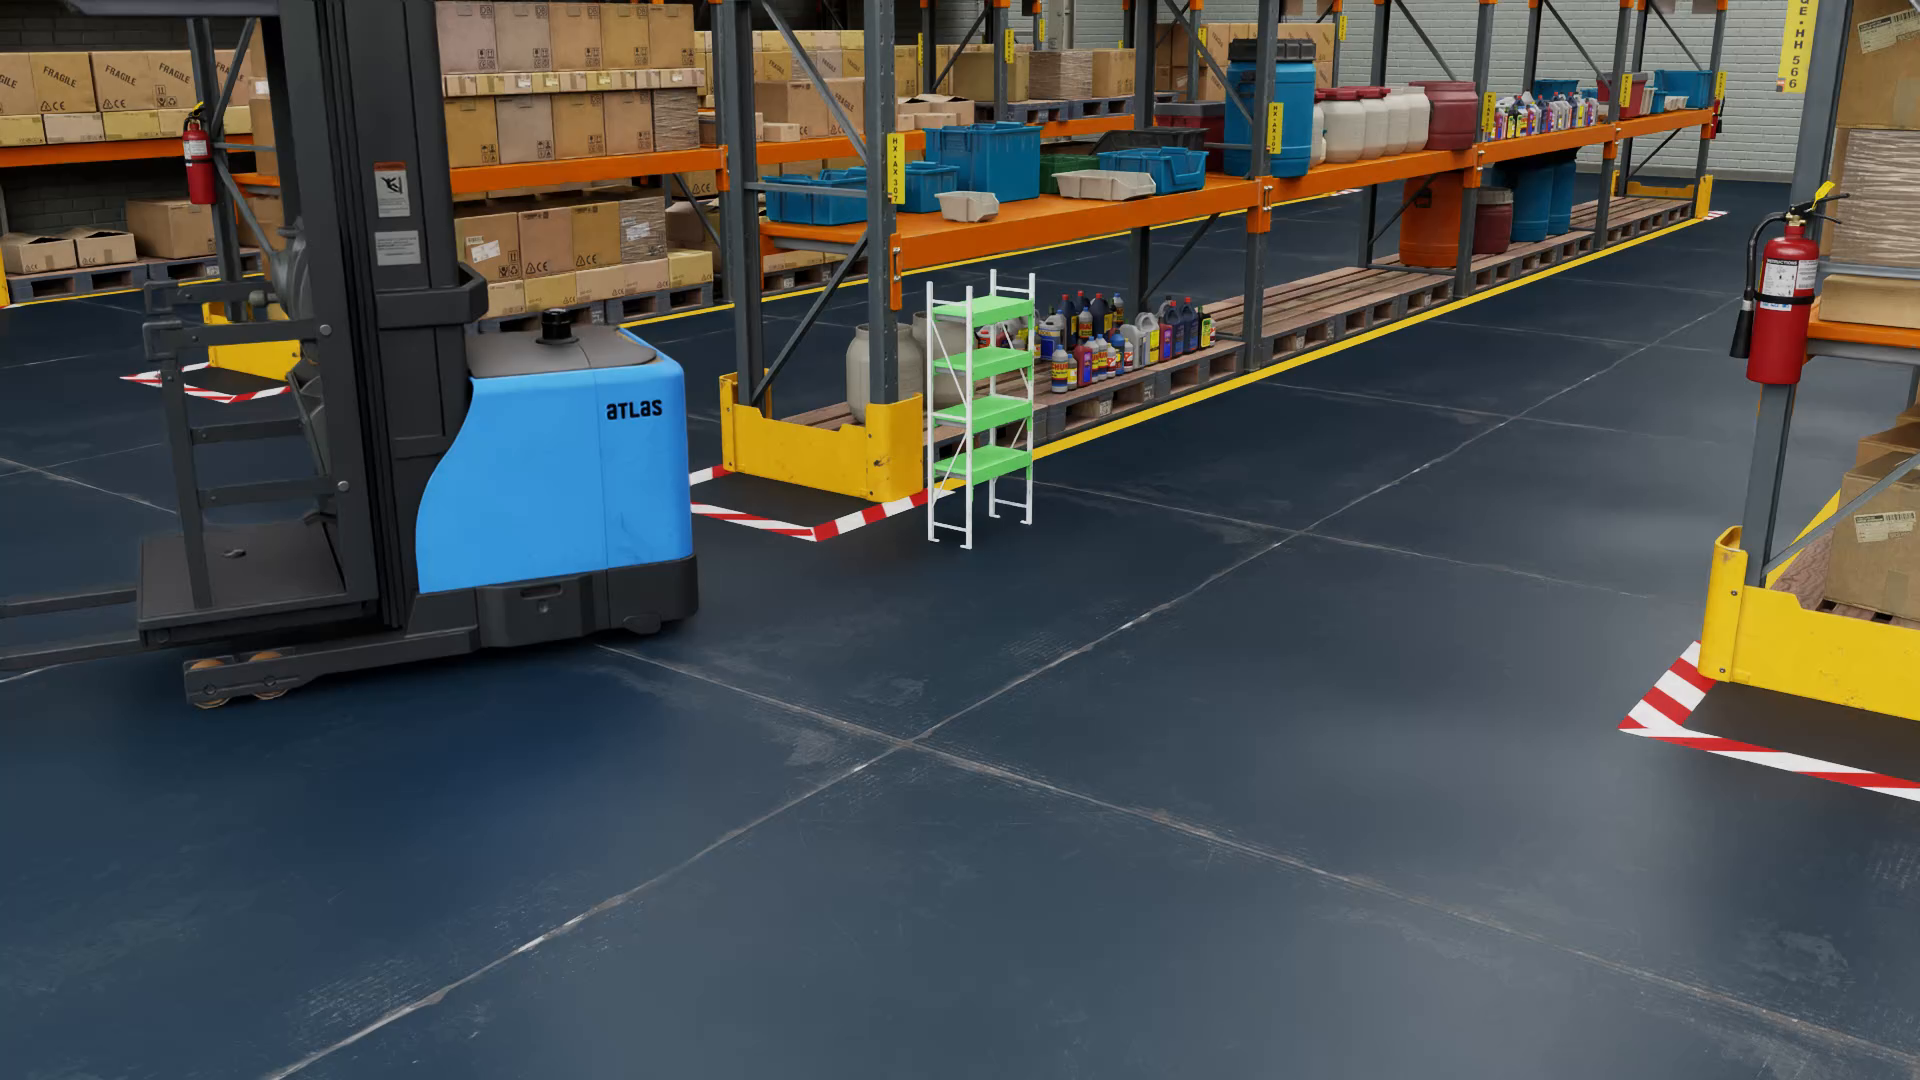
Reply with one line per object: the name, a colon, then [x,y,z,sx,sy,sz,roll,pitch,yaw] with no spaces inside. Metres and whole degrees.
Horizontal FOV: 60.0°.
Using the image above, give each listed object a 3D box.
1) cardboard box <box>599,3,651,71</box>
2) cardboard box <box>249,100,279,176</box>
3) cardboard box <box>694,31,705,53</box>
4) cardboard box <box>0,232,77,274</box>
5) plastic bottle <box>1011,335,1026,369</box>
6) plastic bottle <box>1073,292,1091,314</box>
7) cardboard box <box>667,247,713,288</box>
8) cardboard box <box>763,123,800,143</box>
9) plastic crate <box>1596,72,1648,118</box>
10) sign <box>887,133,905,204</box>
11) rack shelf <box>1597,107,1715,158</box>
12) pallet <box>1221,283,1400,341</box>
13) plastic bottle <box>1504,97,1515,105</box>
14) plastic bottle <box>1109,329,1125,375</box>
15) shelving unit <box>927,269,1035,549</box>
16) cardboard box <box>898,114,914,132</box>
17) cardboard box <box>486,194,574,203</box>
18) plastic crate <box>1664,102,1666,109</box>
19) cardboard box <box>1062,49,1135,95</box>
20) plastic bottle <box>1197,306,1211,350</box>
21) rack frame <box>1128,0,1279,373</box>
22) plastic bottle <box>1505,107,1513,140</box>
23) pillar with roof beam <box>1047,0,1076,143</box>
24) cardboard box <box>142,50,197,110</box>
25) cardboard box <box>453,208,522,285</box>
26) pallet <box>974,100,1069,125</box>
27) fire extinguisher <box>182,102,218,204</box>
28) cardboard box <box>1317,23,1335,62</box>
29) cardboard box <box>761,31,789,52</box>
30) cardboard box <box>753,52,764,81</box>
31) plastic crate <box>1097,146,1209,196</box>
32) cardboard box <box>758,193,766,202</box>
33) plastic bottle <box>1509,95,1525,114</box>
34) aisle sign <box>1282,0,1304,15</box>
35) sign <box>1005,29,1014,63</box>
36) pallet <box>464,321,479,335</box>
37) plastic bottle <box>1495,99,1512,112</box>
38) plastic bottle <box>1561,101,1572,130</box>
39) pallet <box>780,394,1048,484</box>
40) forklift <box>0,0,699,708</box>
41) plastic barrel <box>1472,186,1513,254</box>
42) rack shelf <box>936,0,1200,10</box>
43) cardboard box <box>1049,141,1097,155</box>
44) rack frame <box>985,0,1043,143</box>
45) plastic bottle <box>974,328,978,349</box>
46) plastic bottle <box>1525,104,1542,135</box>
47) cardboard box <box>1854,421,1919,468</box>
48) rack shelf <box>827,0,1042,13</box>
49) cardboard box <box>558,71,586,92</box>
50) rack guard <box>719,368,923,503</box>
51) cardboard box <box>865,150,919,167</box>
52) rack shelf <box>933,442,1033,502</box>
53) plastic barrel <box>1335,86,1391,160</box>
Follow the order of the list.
cardboard box: [-2.895,-3.999,13.206,0.700,0.500,0.500,12,21,35]
cardboard box: [-4.430,-2.763,11.414,0.700,0.500,0.500,12,21,35]
cardboard box: [-3.438,-6.013,20.080,0.500,0.250,0.500,13,22,36]
cardboard box: [-8.215,-2.555,14.707,0.500,0.311,0.500,10,20,29]
plastic bottle: [0.366,-1.189,10.492,0.097,0.201,0.097,0,17,0]
plastic bottle: [0.826,-1.509,11.269,0.144,0.351,0.185,13,22,36]
cardboard box: [-2.436,-2.297,14.011,0.500,0.250,0.500,12,21,35]
cardboard box: [-1.643,-3.614,14.746,0.380,0.149,0.250,12,21,35]
plastic crate: [7.141,-4.816,17.984,0.402,0.464,0.583,12,21,35]
sign: [-0.303,-1.764,7.899,0.100,0.325,0.005,12,21,35]
rack shelf: [7.599,-4.721,19.101,1.077,0.370,4.000,12,21,35]
pallet: [2.804,-1.837,13.302,1.003,0.211,1.213,12,21,35]
plastic bottle: [5.608,-4.399,17.060,0.152,0.276,0.135,12,21,35]
plastic bottle: [0.972,-1.168,10.304,0.097,0.271,0.097,0,17,0]
shelving unit: [0.099,-0.612,7.693,0.258,1.200,0.503,12,21,35]
cardboard box: [-0.667,-4.078,16.241,0.380,0.149,0.250,14,22,39]
cardboard box: [-3.459,-2.511,13.436,0.500,0.500,0.500,12,21,35]
plastic crate: [7.958,-5.006,19.151,0.298,0.136,0.250,12,21,35]
cardboard box: [1.611,-5.464,19.405,0.500,0.500,0.700,-16,23,-42]
plastic bottle: [1.619,-1.423,11.105,0.061,0.283,0.133,14,22,37]
rack frame: [1.641,-2.683,11.324,1.000,3.000,0.127,12,21,35]
plastic bottle: [4.934,-3.760,14.989,0.061,0.283,0.133,12,21,35]
pillar with roof beam: [5.206,-10.192,25.389,9.100,9.000,0.400,12,21,35]
cardboard box: [-7.260,-4.200,15.166,0.500,0.500,0.500,13,22,36]
cardboard box: [-3.636,-2.181,12.372,0.500,0.500,0.500,12,21,35]
pallet: [0.396,-4.594,17.802,1.213,0.211,1.003,12,21,35]
fire extinguisher: [-5.162,-2.623,11.263,0.296,0.674,0.183,12,21,35]
cardboard box: [4.770,-6.788,22.689,0.500,0.500,0.500,12,21,34]
cardboard box: [-2.541,-6.377,21.252,0.500,0.250,0.500,12,21,34]
cardboard box: [-2.821,-5.897,20.971,0.500,0.500,0.500,12,21,34]
plastic crate: [1.199,-2.300,10.343,0.499,0.251,0.616,12,21,35]
cardboard box: [-1.720,-3.105,15.666,0.500,0.311,0.500,12,21,35]
plastic bottle: [5.264,-4.020,15.715,0.144,0.351,0.185,12,21,35]
aisle sign: [4.620,-7.727,23.184,0.394,0.787,0.004,12,21,35]
sign: [0.496,-4.967,16.729,0.100,0.325,0.005,12,21,35]
pallet: [-4.297,-1.464,12.102,1.003,0.211,1.213,12,21,35]
plastic bottle: [5.396,-4.238,16.544,0.152,0.276,0.135,12,21,35]
plastic bottle: [5.914,-4.171,16.325,0.152,0.276,0.135,12,21,35]
pallet: [-0.247,-0.617,9.375,1.003,0.211,1.213,12,21,35]
forklift: [-2.595,-0.987,5.980,3.031,2.935,1.130,-8,19,-24]
plastic barrel: [4.975,-3.073,15.939,0.600,0.588,0.708,12,21,35]
rack shelf: [1.240,-6.077,18.410,1.077,0.370,4.000,12,21,35]
cardboard box: [1.352,-4.528,19.477,0.500,0.250,0.500,12,21,35]
rack frame: [0.834,-7.291,26.166,1.000,3.000,0.127,12,21,35]
plastic bottle: [0.054,-1.189,10.352,0.061,0.283,0.133,13,22,36]
plastic bottle: [5.368,-3.952,15.622,0.152,0.276,0.135,12,21,35]
cardboard box: [3.949,-0.156,6.694,0.500,0.500,0.500,-13,22,-36]
rack shelf: [-0.357,-7.904,24.293,1.077,0.370,4.000,12,21,35]
cardboard box: [-3.083,-3.512,12.731,0.380,0.149,0.250,13,22,36]
rack guard: [-0.735,-0.563,8.712,1.175,0.500,0.348,12,21,35]
cardboard box: [-1.021,-5.505,23.921,0.700,0.500,0.500,13,21,35]
rack shelf: [0.099,-0.322,7.783,0.258,0.148,0.480,12,21,35]
plastic barrel: [3.082,-3.214,12.808,0.433,0.535,0.433,0,17,0]
